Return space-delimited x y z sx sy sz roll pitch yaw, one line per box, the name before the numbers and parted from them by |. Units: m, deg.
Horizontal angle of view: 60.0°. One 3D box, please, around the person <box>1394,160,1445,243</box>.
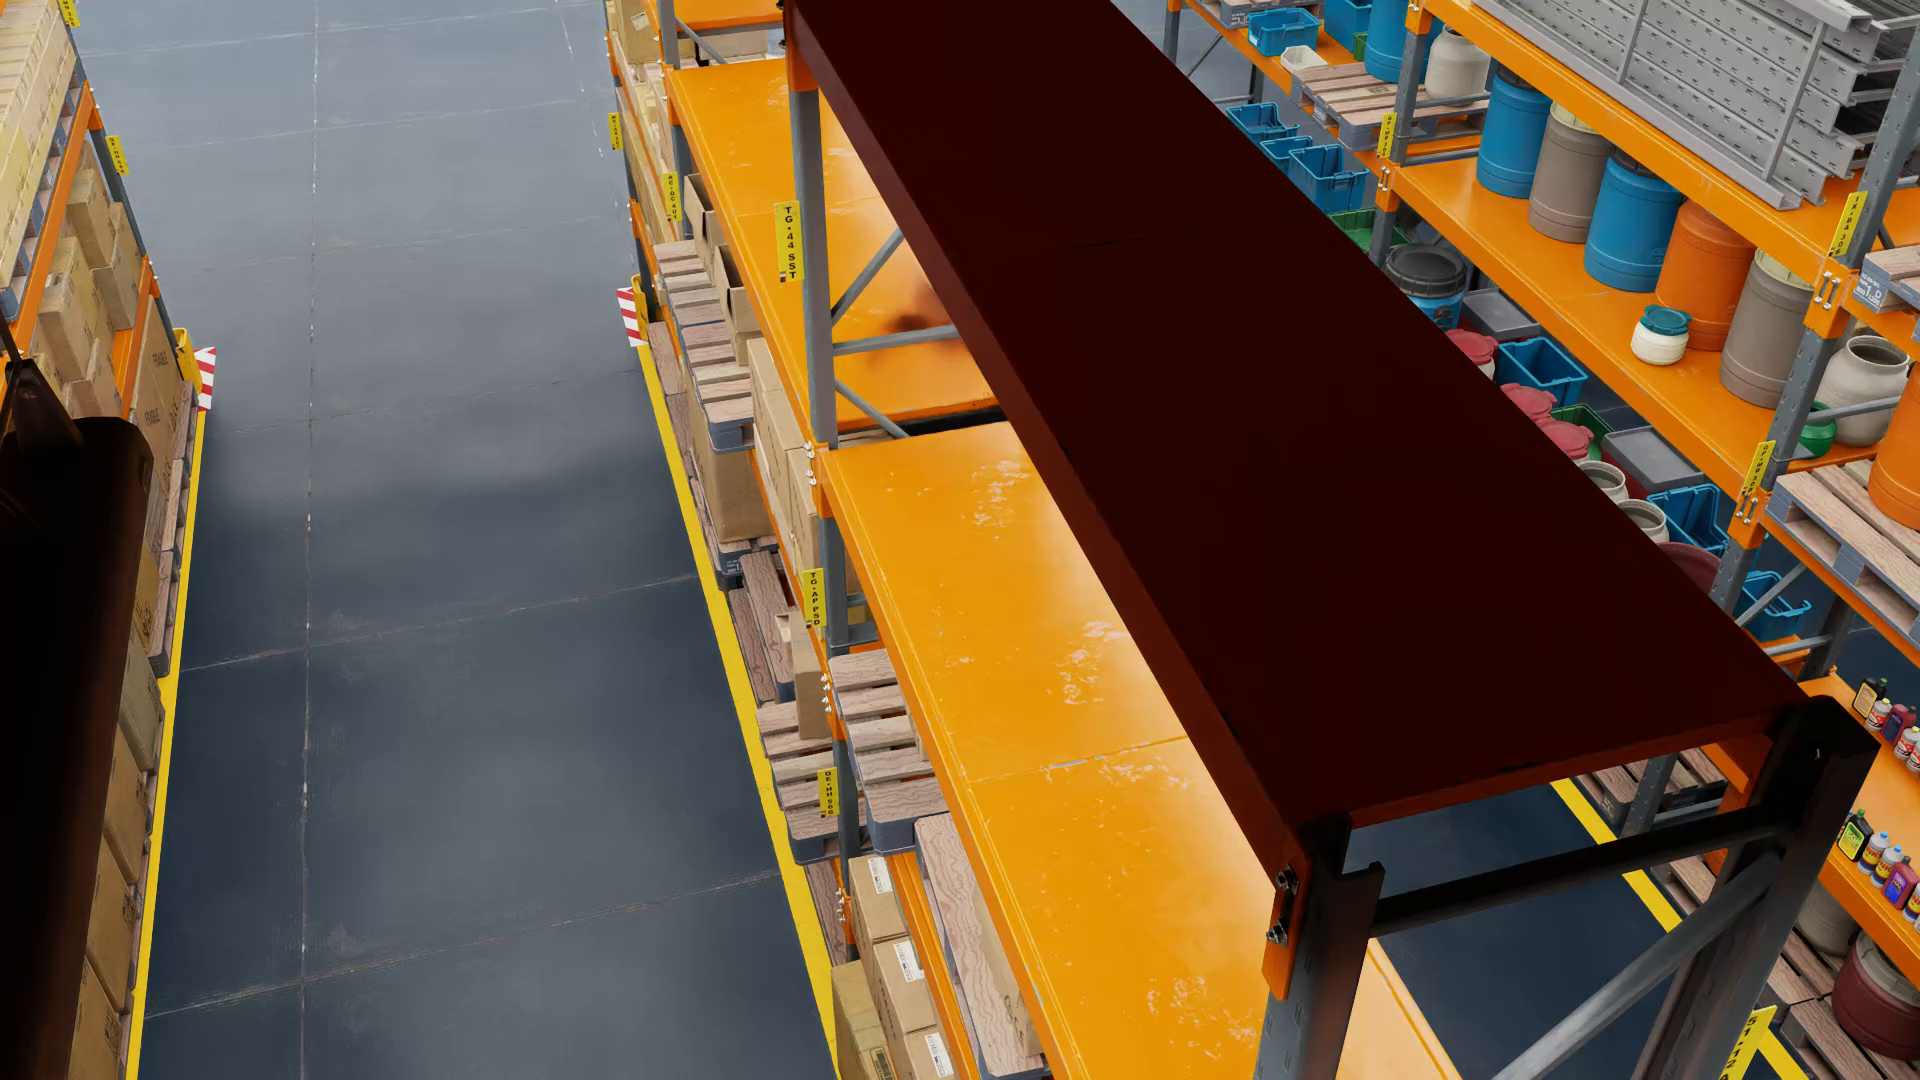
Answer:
person | 4.207 -3.230 15.590 0.565 1.613 0.548 -25 45 -28
